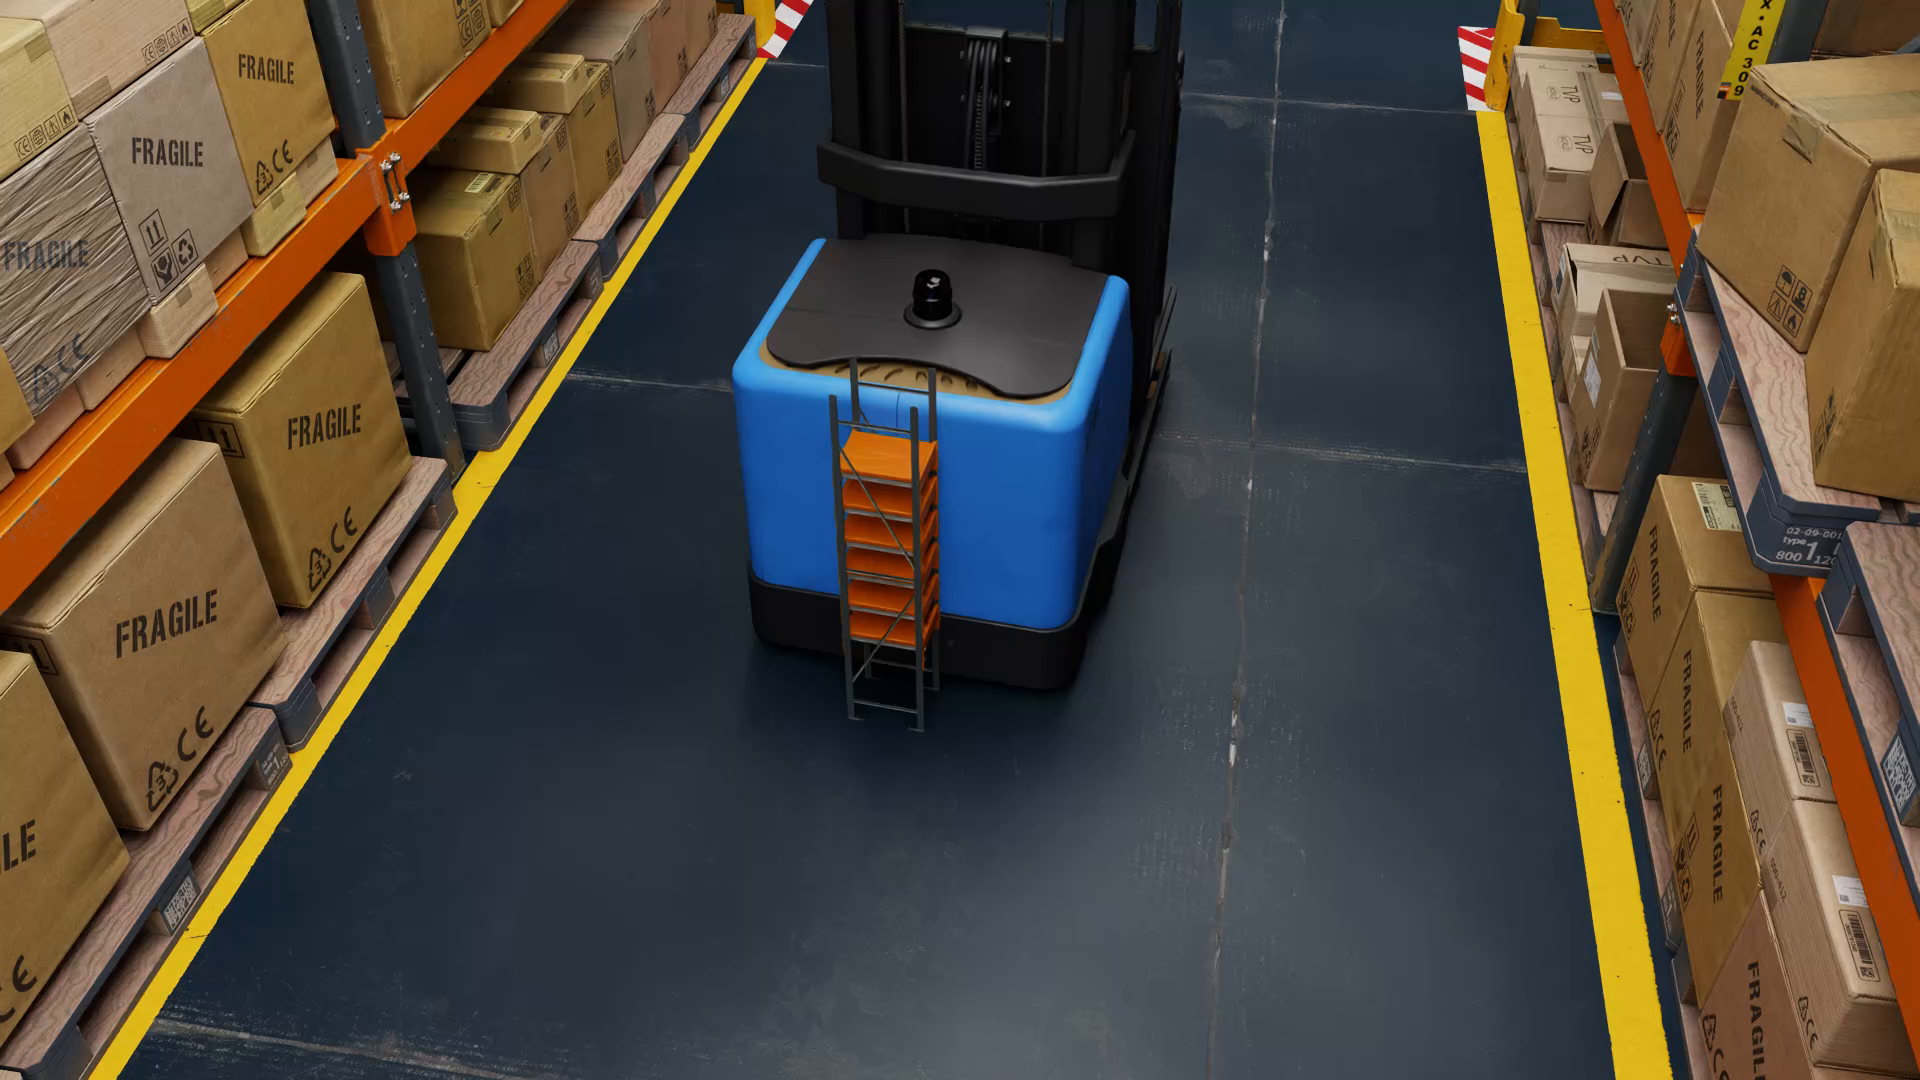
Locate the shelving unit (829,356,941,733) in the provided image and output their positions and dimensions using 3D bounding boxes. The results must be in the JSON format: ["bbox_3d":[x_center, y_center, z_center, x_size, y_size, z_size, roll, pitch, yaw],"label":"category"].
[{"bbox_3d":[-0.203,0.046,4.753,0.258,1.200,0.189,9,40,11],"label":"shelving unit"}]

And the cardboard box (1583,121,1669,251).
[{"bbox_3d":[2.897,-1.282,6.561,0.797,0.503,0.637,6,40,8],"label":"cardboard box"}]

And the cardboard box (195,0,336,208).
[{"bbox_3d":[-2.135,-1.282,4.620,0.500,0.500,0.500,6,40,7],"label":"cardboard box"}]

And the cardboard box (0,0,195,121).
[{"bbox_3d":[-2.230,-1.248,3.989,0.500,0.250,0.500,7,40,9],"label":"cardboard box"}]

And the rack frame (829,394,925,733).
[{"bbox_3d":[-0.225,0.103,4.684,0.240,1.200,0.006,9,40,11],"label":"rack frame"}]

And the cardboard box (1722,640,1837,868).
[{"bbox_3d":[2.080,0.514,3.802,0.500,0.250,0.500,6,40,8],"label":"cardboard box"}]

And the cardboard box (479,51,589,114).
[{"bbox_3d":[-1.744,-1.868,6.778,0.380,0.149,0.250,5,40,6],"label":"cardboard box"}]

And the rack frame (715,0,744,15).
[{"bbox_3d":[-1.611,-3.949,8.173,1.000,3.000,0.127,6,40,8],"label":"rack frame"}]

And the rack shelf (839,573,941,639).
[{"bbox_3d":[-0.203,0.173,4.857,0.258,0.103,0.180,9,40,11],"label":"rack shelf"}]

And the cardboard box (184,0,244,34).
[{"bbox_3d":[-2.132,-1.568,4.376,0.500,0.250,0.500,7,40,9],"label":"cardboard box"}]

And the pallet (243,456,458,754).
[{"bbox_3d":[-2.362,0.128,5.429,1.003,0.211,1.213,6,40,8],"label":"pallet"}]

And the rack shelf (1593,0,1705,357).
[{"bbox_3d":[2.923,-1.873,6.226,1.077,0.370,4.000,6,40,8],"label":"rack shelf"}]

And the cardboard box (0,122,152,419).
[{"bbox_3d":[-2.309,-0.647,3.851,0.500,0.500,0.500,6,40,8],"label":"cardboard box"}]

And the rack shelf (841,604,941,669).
[{"bbox_3d":[-0.203,0.265,4.934,0.258,0.103,0.180,9,40,11],"label":"rack shelf"}]

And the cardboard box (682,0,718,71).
[{"bbox_3d":[-1.634,-2.698,8.291,0.700,0.500,0.500,6,40,8],"label":"cardboard box"}]

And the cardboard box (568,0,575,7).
[{"bbox_3d":[-1.940,-2.573,7.631,0.380,0.149,0.250,7,40,8],"label":"cardboard box"}]

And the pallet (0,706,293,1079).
[{"bbox_3d":[-2.571,0.896,4.501,1.003,0.211,1.213,6,40,8],"label":"pallet"}]

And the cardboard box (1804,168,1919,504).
[{"bbox_3d":[2.218,-0.384,3.453,0.700,0.500,0.500,12,41,15],"label":"cardboard box"}]

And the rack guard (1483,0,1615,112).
[{"bbox_3d":[3.256,-2.395,8.254,1.175,0.500,0.348,6,40,8],"label":"rack guard"}]

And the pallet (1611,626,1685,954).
[{"bbox_3d":[2.473,0.694,4.745,1.003,0.211,1.213,6,40,8],"label":"pallet"}]

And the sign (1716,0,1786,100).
[{"bbox_3d":[2.041,-1.284,4.269,0.100,0.325,0.005,6,40,8],"label":"sign"}]

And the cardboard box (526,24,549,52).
[{"bbox_3d":[-2.027,-2.252,7.243,0.380,0.149,0.250,7,40,8],"label":"cardboard box"}]

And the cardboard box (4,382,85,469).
[{"bbox_3d":[-2.346,-0.314,3.957,0.380,0.149,0.250,5,40,6],"label":"cardboard box"}]

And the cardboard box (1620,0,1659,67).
[{"bbox_3d":[2.585,-1.922,5.642,0.500,0.500,0.500,7,40,9],"label":"cardboard box"}]

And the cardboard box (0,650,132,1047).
[{"bbox_3d":[-2.581,0.742,3.856,0.750,0.750,0.750,6,40,7],"label":"cardboard box"}]

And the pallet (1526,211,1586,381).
[{"bbox_3d":[2.905,-1.019,6.817,1.003,0.211,1.213,6,40,8],"label":"pallet"}]

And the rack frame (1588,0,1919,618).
[{"bbox_3d":[2.576,-0.895,4.479,1.000,3.000,0.127,6,40,8],"label":"rack frame"}]

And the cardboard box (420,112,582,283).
[{"bbox_3d":[-1.983,-1.411,6.734,0.700,0.500,0.500,6,40,7],"label":"cardboard box"}]

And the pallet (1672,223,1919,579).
[{"bbox_3d":[2.331,-0.332,3.948,1.003,0.211,1.213,6,40,8],"label":"pallet"}]

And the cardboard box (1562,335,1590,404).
[{"bbox_3d":[2.401,-0.597,6.010,0.380,0.149,0.250,6,40,8],"label":"cardboard box"}]

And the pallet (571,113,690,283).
[{"bbox_3d":[-1.886,-1.601,7.521,1.003,0.211,1.213,6,40,8],"label":"pallet"}]

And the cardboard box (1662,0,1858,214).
[{"bbox_3d":[2.410,-1.276,4.861,0.500,0.500,0.500,7,40,8],"label":"cardboard box"}]

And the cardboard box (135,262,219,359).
[{"bbox_3d":[-2.180,-0.616,4.322,0.380,0.149,0.250,6,40,8],"label":"cardboard box"}]

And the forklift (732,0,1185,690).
[{"bbox_3d":[0.192,-1.619,5.408,1.130,2.935,3.031,9,40,11],"label":"forklift"}]

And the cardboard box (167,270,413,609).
[{"bbox_3d":[-2.288,-0.350,5.177,0.750,0.750,0.750,7,40,8],"label":"cardboard box"}]

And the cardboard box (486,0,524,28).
[{"bbox_3d":[-2.061,-2.351,6.004,0.980,0.700,0.700,5,40,7],"label":"cardboard box"}]

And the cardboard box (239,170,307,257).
[{"bbox_3d":[-2.103,-0.946,4.721,0.380,0.149,0.250,7,40,8],"label":"cardboard box"}]

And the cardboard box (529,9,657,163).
[{"bbox_3d":[-1.806,-2.068,7.529,0.700,0.500,0.500,5,40,6],"label":"cardboard box"}]

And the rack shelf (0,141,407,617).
[{"bbox_3d":[-2.649,0.093,3.848,1.077,0.370,4.000,6,40,8],"label":"rack shelf"}]

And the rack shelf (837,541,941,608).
[{"bbox_3d":[-0.203,0.080,4.781,0.258,0.103,0.180,9,40,11],"label":"rack shelf"}]

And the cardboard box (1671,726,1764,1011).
[{"bbox_3d":[2.078,0.824,4.016,0.500,0.500,0.500,7,40,8],"label":"cardboard box"}]

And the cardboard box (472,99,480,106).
[{"bbox_3d":[-2.159,-1.773,6.663,0.380,0.149,0.250,5,40,6],"label":"cardboard box"}]

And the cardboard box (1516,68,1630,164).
[{"bbox_3d":[2.809,-1.892,7.497,0.500,0.250,0.500,6,40,8],"label":"cardboard box"}]

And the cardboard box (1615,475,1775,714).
[{"bbox_3d":[2.253,0.175,4.800,0.500,0.500,0.500,5,40,6],"label":"cardboard box"}]

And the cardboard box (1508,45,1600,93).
[{"bbox_3d":[2.858,-2.252,8.011,0.380,0.149,0.250,6,40,8],"label":"cardboard box"}]
